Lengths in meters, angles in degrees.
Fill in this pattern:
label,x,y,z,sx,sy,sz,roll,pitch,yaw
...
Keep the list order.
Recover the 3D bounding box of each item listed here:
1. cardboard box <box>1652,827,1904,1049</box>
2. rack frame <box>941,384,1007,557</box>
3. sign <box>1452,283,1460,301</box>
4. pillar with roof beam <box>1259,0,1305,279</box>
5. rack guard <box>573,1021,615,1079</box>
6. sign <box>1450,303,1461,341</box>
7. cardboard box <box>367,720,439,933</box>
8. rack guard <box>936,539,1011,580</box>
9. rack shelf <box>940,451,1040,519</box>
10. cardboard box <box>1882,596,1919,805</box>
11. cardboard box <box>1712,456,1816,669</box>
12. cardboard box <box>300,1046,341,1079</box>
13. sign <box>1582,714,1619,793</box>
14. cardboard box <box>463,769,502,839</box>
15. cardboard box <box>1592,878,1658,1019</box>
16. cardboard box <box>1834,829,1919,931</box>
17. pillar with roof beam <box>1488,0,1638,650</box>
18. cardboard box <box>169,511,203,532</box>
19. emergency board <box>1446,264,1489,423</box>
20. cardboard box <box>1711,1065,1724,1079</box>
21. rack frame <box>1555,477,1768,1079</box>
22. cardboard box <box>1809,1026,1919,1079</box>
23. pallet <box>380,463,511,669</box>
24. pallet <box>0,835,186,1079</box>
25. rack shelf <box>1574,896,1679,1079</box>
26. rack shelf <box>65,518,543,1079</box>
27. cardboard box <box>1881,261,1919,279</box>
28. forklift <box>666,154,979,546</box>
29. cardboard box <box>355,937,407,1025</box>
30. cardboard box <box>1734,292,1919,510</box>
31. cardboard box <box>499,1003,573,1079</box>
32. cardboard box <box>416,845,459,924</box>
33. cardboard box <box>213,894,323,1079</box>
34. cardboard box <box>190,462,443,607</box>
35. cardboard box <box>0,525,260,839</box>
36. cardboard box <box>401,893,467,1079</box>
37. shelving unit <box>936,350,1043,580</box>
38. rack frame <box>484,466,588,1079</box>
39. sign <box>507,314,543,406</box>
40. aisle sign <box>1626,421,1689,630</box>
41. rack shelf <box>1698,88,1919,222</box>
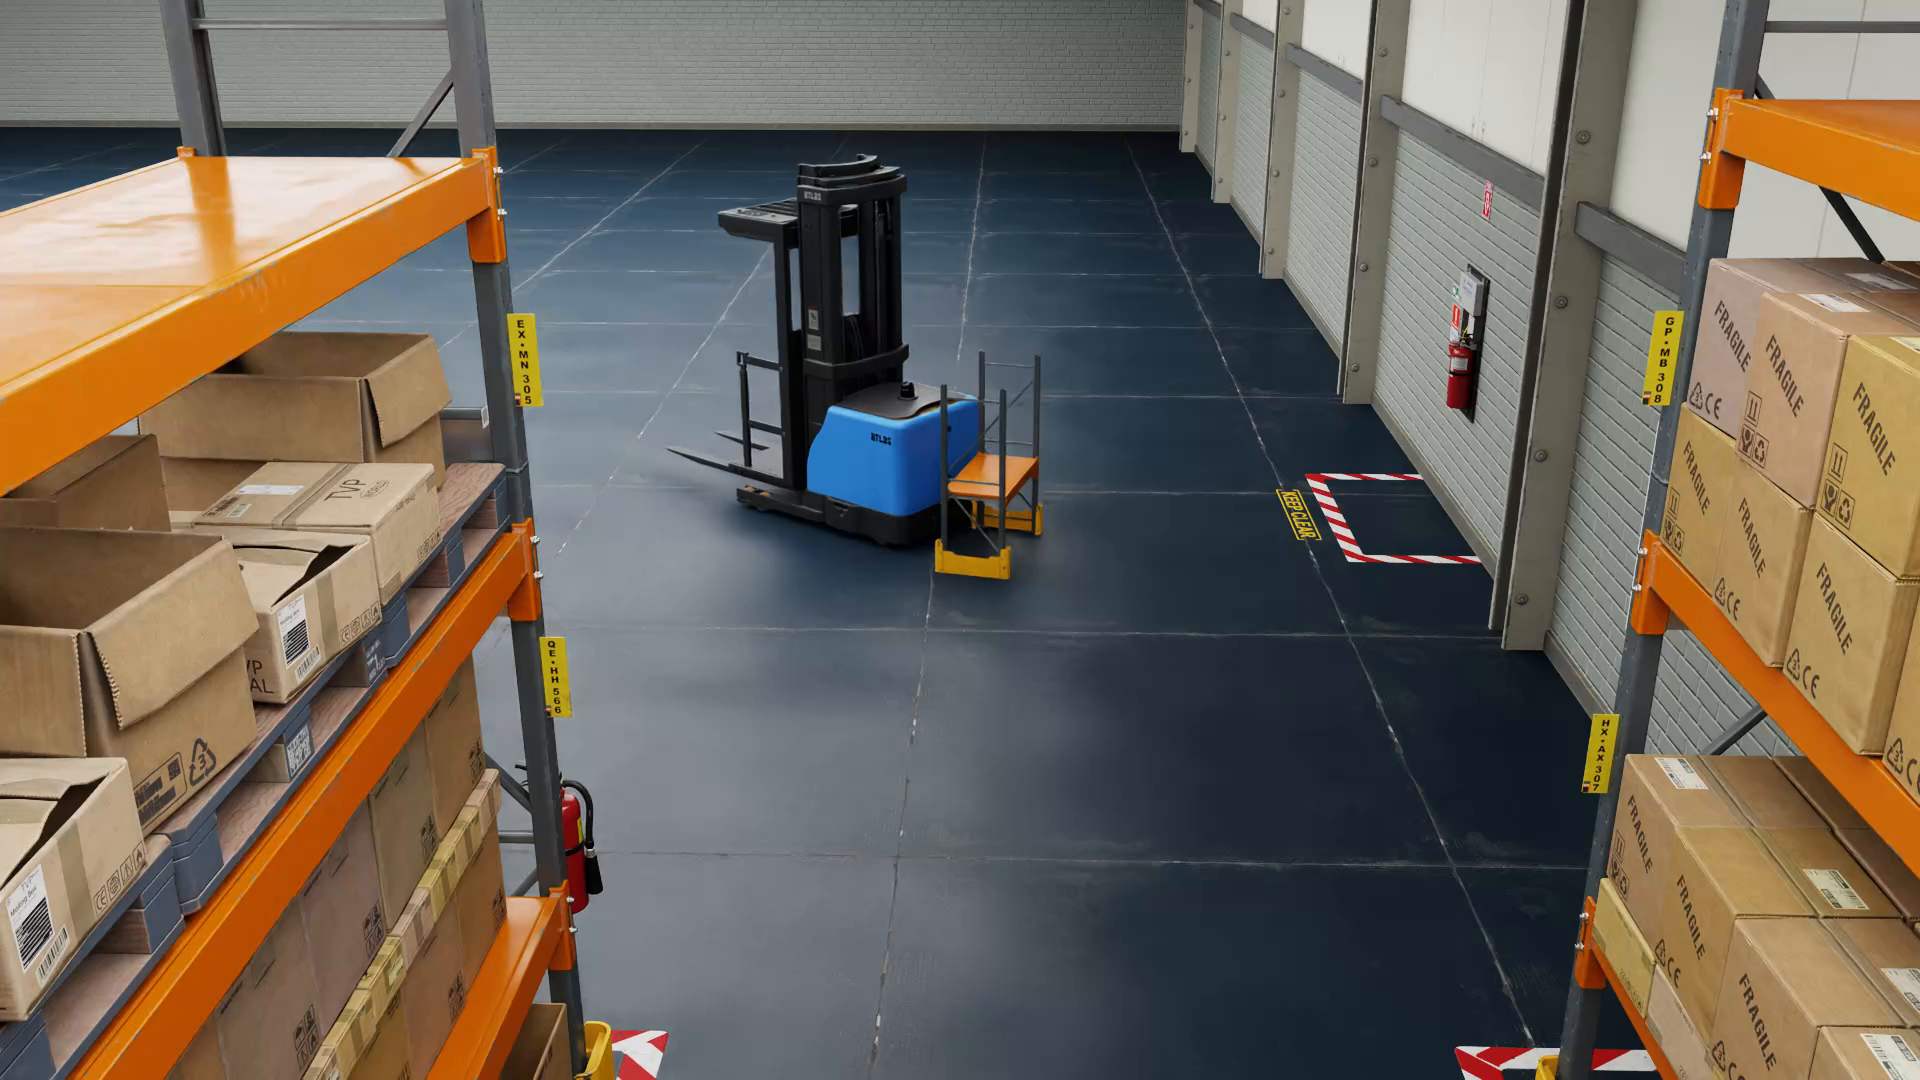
label,x,y,z,sx,sy,sz,roll,pitch,yaw
cardboard box,2.573,1.259,5.280,0.500,0.500,0.500,1,21,2
rack frame,0.099,-0.433,12.572,0.500,1.500,0.032,6,22,16
sign,4.163,-2.060,13.910,0.001,0.109,0.331,1,21,2
pillar with roof beam,0.001,-7.889,21.422,9.100,9.000,0.400,1,21,2
rack guard,-2.038,2.304,6.900,1.175,0.500,0.348,1,21,2
sign,4.172,-1.815,14.010,0.001,0.329,0.234,1,21,2
cardboard box,-2.078,0.874,5.199,0.700,0.500,0.500,0,21,0
rack guard,0.100,0.149,12.799,0.587,0.250,0.087,6,22,16
rack shelf,0.247,-0.441,13.090,0.538,0.185,1.000,6,22,16
cardboard box,2.594,0.440,3.936,0.500,0.500,0.500,2,21,5
cardboard box,2.601,0.058,4.920,0.500,0.500,0.500,2,21,5
cardboard box,-1.905,1.499,4.483,0.380,0.149,0.250,0,21,1
sign,2.371,0.791,6.147,0.100,0.325,0.005,1,21,2
cardboard box,-1.860,0.938,5.929,0.380,0.149,0.250,0,21,1
cardboard box,2.581,1.434,5.866,0.500,0.250,0.500,0,21,0
cardboard box,3.086,1.266,5.262,0.500,0.500,0.500,1,21,2
pillar with roof beam,-0.364,-3.551,10.240,9.100,9.000,0.400,1,21,2
cardboard box,-2.250,0.028,4.736,0.380,0.149,0.250,1,21,2
emergency board,4.052,-1.599,13.504,0.194,1.169,0.643,1,21,2
cardboard box,2.558,1.806,4.907,0.500,0.250,0.500,0,21,1
rack frame,2.913,1.200,6.288,1.000,3.000,0.127,1,21,2
cardboard box,2.547,1.633,4.317,0.500,0.500,0.500,1,21,3
pallet,-2.086,0.045,5.241,1.003,0.211,1.213,1,21,2
pallet,-2.160,0.928,2.967,1.003,0.211,1.213,1,21,2
rack shelf,2.852,2.259,4.555,1.077,0.370,4.000,1,21,2
rack shelf,-2.099,0.807,4.149,1.077,0.370,4.000,1,21,2
cardboard box,3.161,-0.561,5.134,0.500,0.500,0.500,2,21,4
forklift,-1.285,-1.739,13.959,3.031,2.935,1.130,17,27,36
cardboard box,-1.891,1.311,4.967,0.380,0.149,0.250,1,21,3
cardboard box,2.593,-0.403,4.725,0.500,0.500,0.500,0,21,1
cardboard box,-1.757,2.081,6.203,0.500,0.500,0.500,1,21,2
cardboard box,-1.874,1.126,5.446,0.380,0.149,0.250,0,21,1
cardboard box,-2.107,1.237,4.262,0.700,0.500,0.500,1,21,2
cardboard box,-1.810,-0.023,4.728,0.500,0.250,0.500,1,21,2
cardboard box,-1.984,0.292,3.567,0.797,0.503,0.637,3,21,8
cardboard box,-2.077,1.459,5.483,0.700,0.500,0.500,1,21,3
shelving unit,0.244,-0.606,13.017,0.587,1.500,1.083,6,22,16
rack frame,-2.038,1.147,6.425,1.000,3.000,0.127,1,21,2
sign,-1.496,-0.616,5.709,0.100,0.325,0.005,1,21,2
aisle sign,2.615,-0.041,5.894,0.394,0.787,0.004,1,21,2
rack shelf,2.852,-0.536,3.470,1.077,0.370,4.000,1,21,2
